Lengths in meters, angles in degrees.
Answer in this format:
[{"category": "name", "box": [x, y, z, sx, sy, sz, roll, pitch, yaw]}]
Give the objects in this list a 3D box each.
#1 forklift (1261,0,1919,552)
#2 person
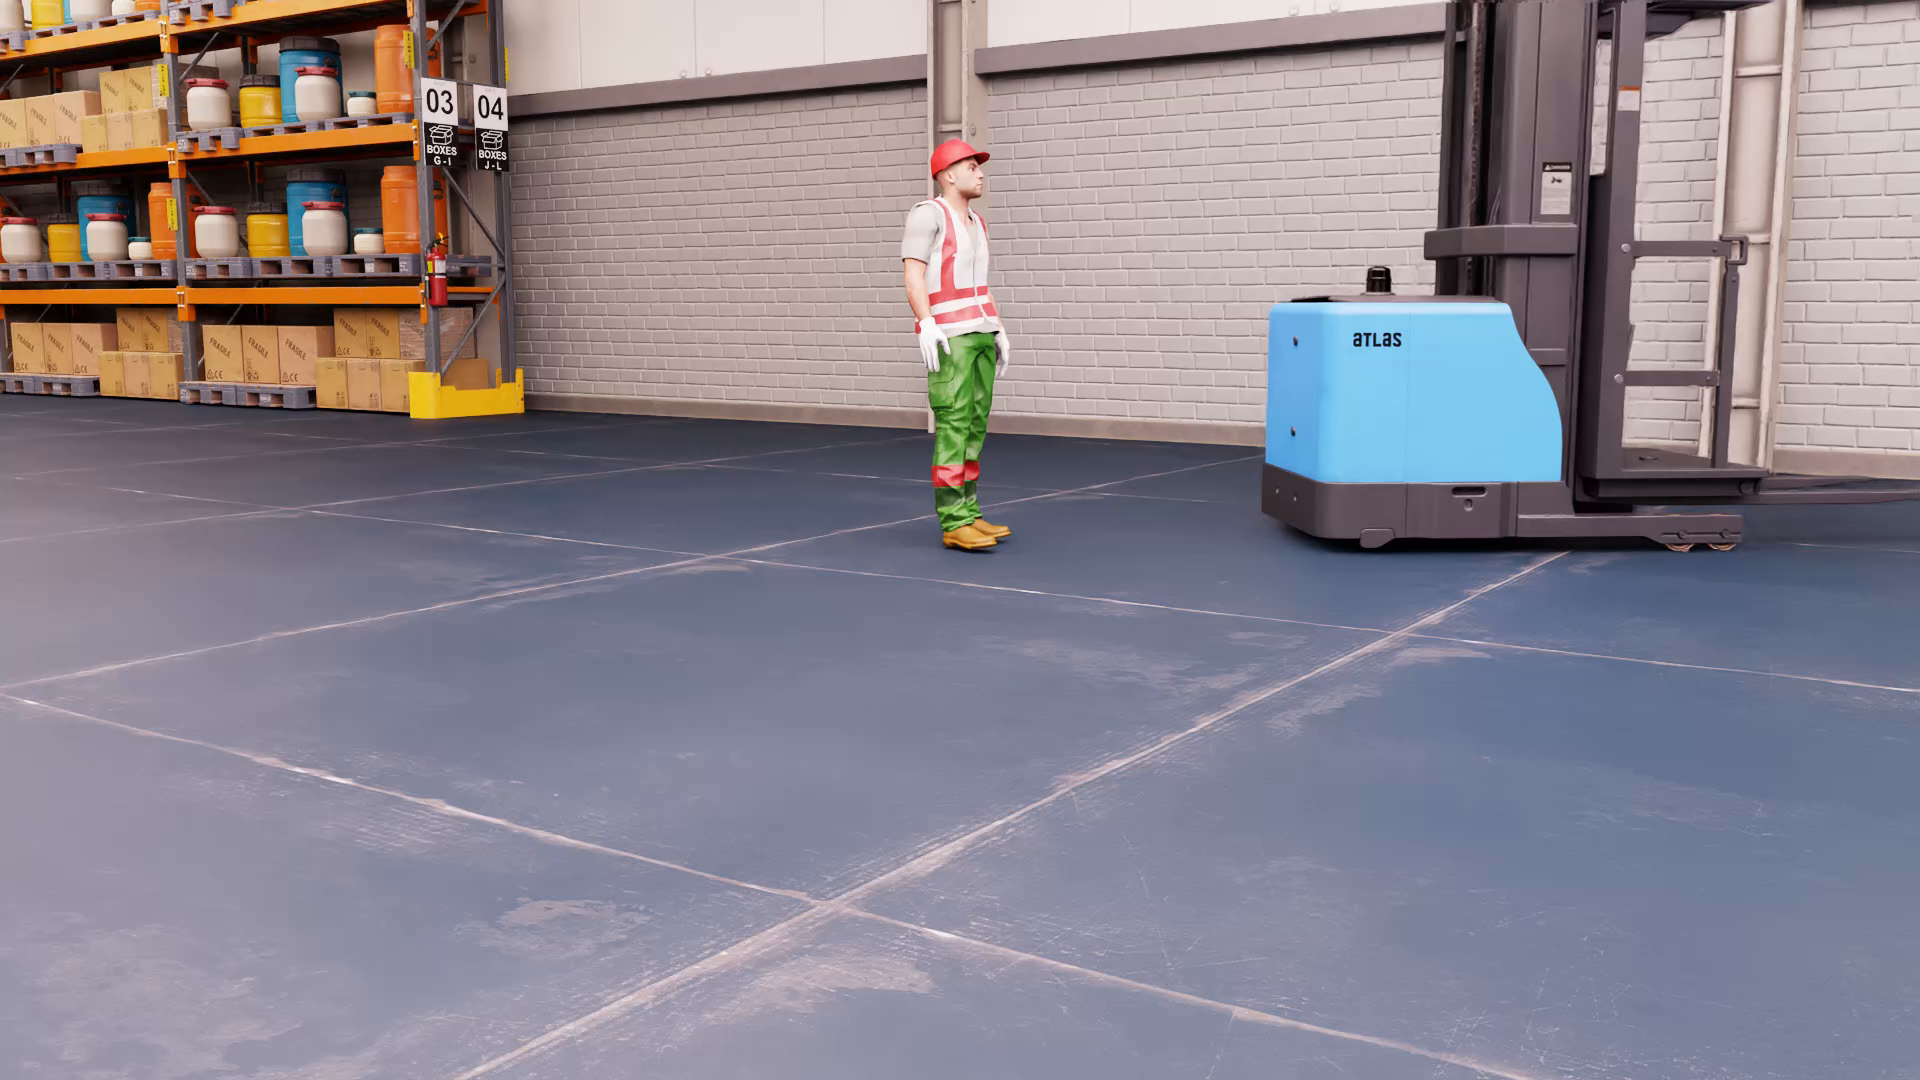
[{"category": "forklift", "box": [3.005, -1.474, 7.559, 3.031, 2.935, 1.130, -1, 8, -5]}, {"category": "person", "box": [0.059, -0.885, 7.422, 0.563, 1.788, 0.638, 5, 10, 34]}]
